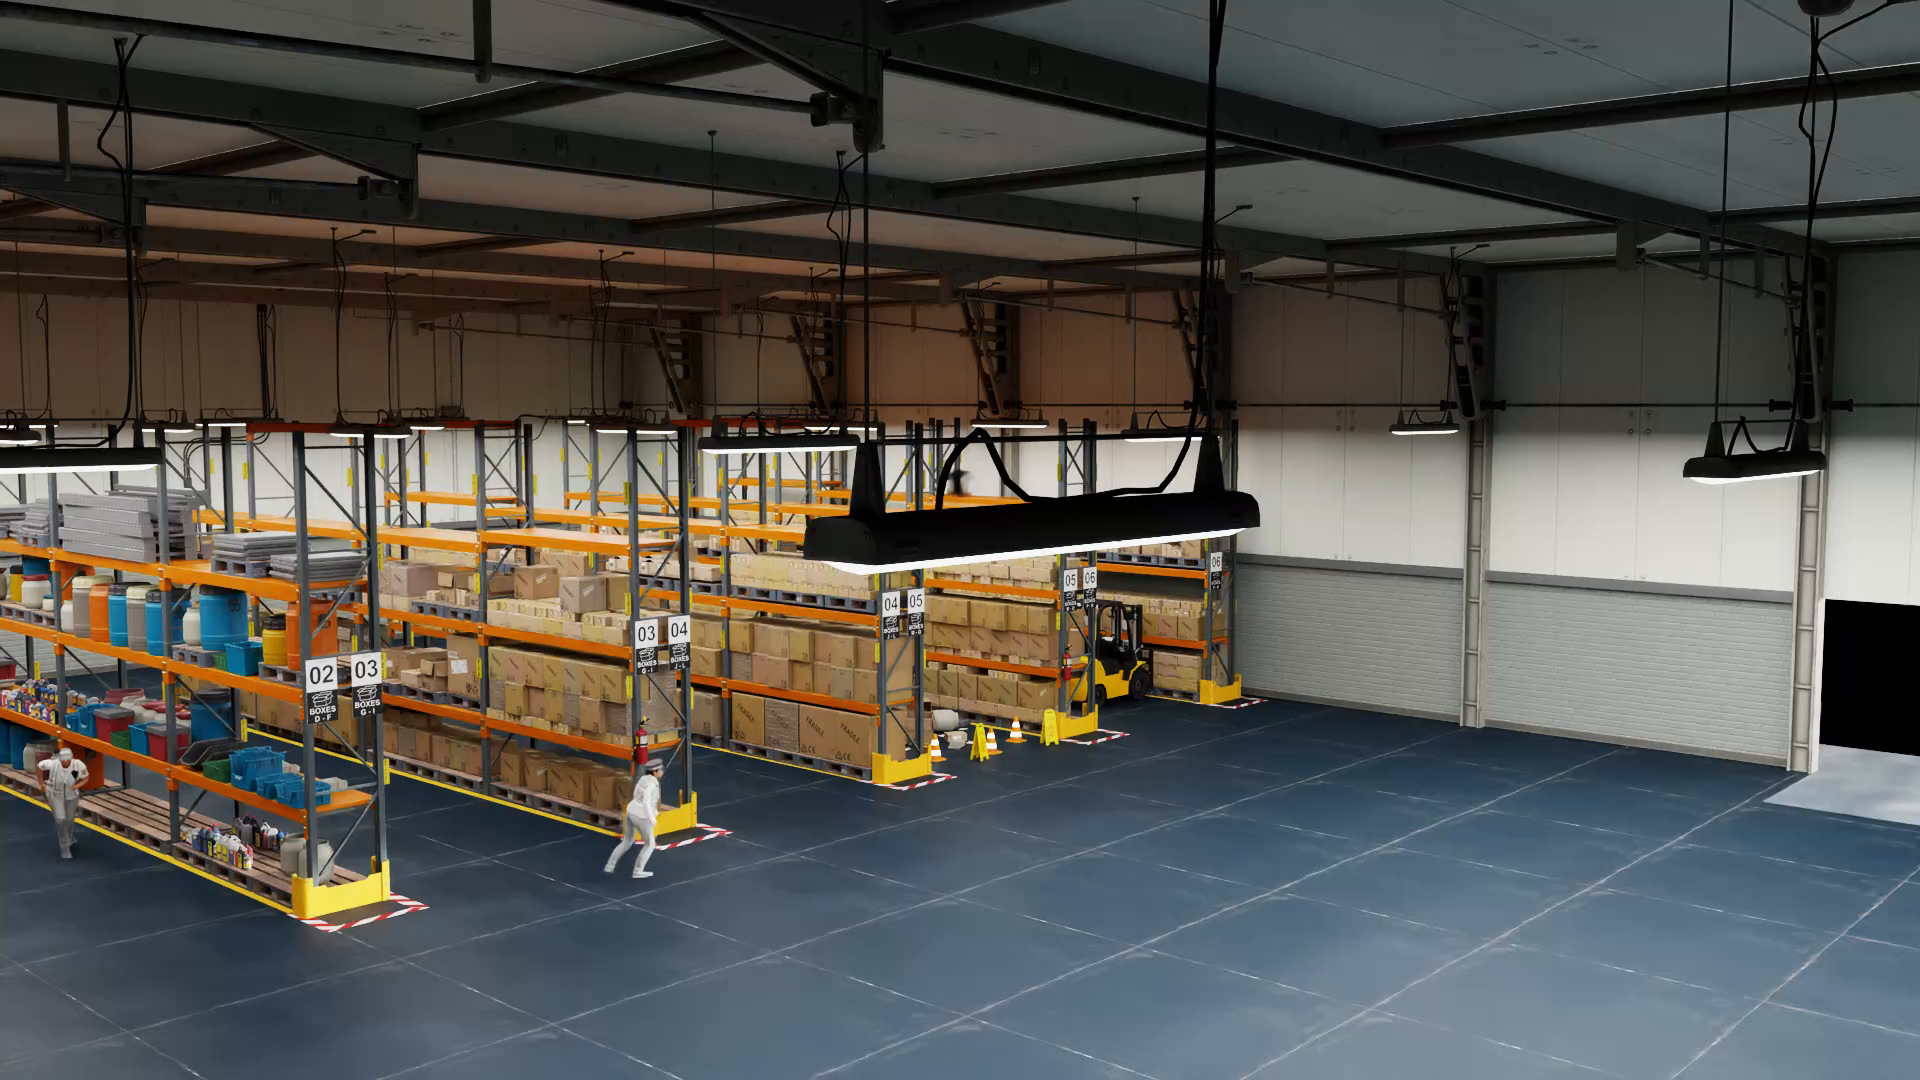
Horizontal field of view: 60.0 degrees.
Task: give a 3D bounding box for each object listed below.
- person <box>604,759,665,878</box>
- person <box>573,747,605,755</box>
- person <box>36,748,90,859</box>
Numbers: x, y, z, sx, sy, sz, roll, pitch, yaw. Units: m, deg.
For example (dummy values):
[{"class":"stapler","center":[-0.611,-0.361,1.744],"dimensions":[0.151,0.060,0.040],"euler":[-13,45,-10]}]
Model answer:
[{"class":"person","center":[-4.344,3.728,22.202],"dimensions":[0.797,1.590,0.623],"euler":[-3,6,-34]},{"class":"person","center":[-6.688,3.026,30.011],"dimensions":[0.790,1.732,0.663],"euler":[2,5,20]},{"class":"person","center":[-12.615,3.669,23.406],"dimensions":[0.648,1.622,1.009],"euler":[-3,6,-33]}]
